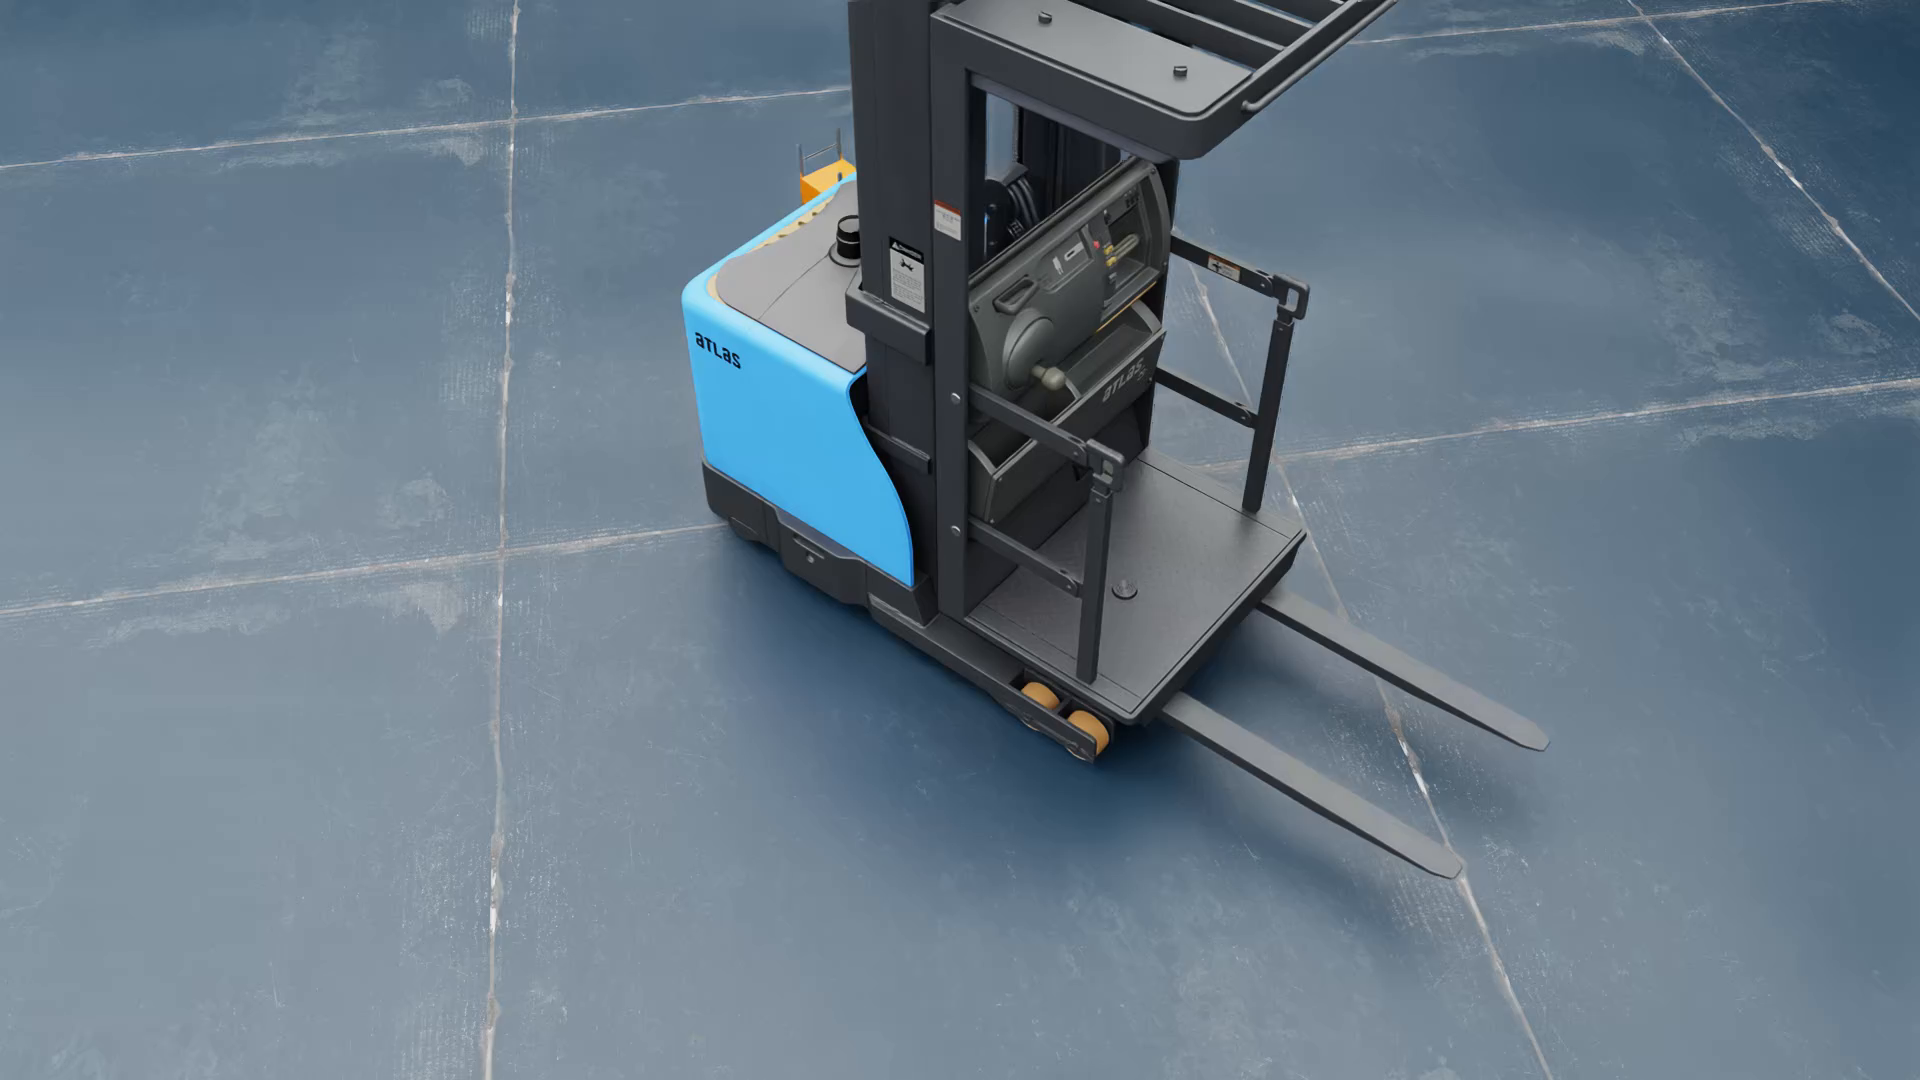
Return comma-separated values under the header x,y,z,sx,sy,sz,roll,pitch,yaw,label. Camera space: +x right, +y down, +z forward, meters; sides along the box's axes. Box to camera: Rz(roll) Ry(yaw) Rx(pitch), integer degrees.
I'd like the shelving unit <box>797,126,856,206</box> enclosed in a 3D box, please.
x,y,z,sx,sy,sz,roll,pitch,yaw,label
-0.452,-1.091,6.572,0.215,1.050,0.252,-32,54,-27,shelving unit

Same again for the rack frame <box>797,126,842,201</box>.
x,y,z,sx,sy,sz,roll,pitch,yaw,label
-0.532,-1.157,6.636,0.200,1.050,0.008,-32,54,-27,rack frame

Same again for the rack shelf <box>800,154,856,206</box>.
x,y,z,sx,sy,sz,roll,pitch,yaw,label
-0.452,-1.280,6.375,0.215,0.259,0.240,-32,54,-27,rack shelf

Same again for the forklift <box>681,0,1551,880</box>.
x,y,z,sx,sy,sz,roll,pitch,yaw,label
0.508,-0.721,4.910,3.031,2.935,1.130,30,53,26,forklift

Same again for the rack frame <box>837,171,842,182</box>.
x,y,z,sx,sy,sz,roll,pitch,yaw,label
-0.372,-1.024,6.508,0.200,1.050,0.008,-32,54,-27,rack frame
